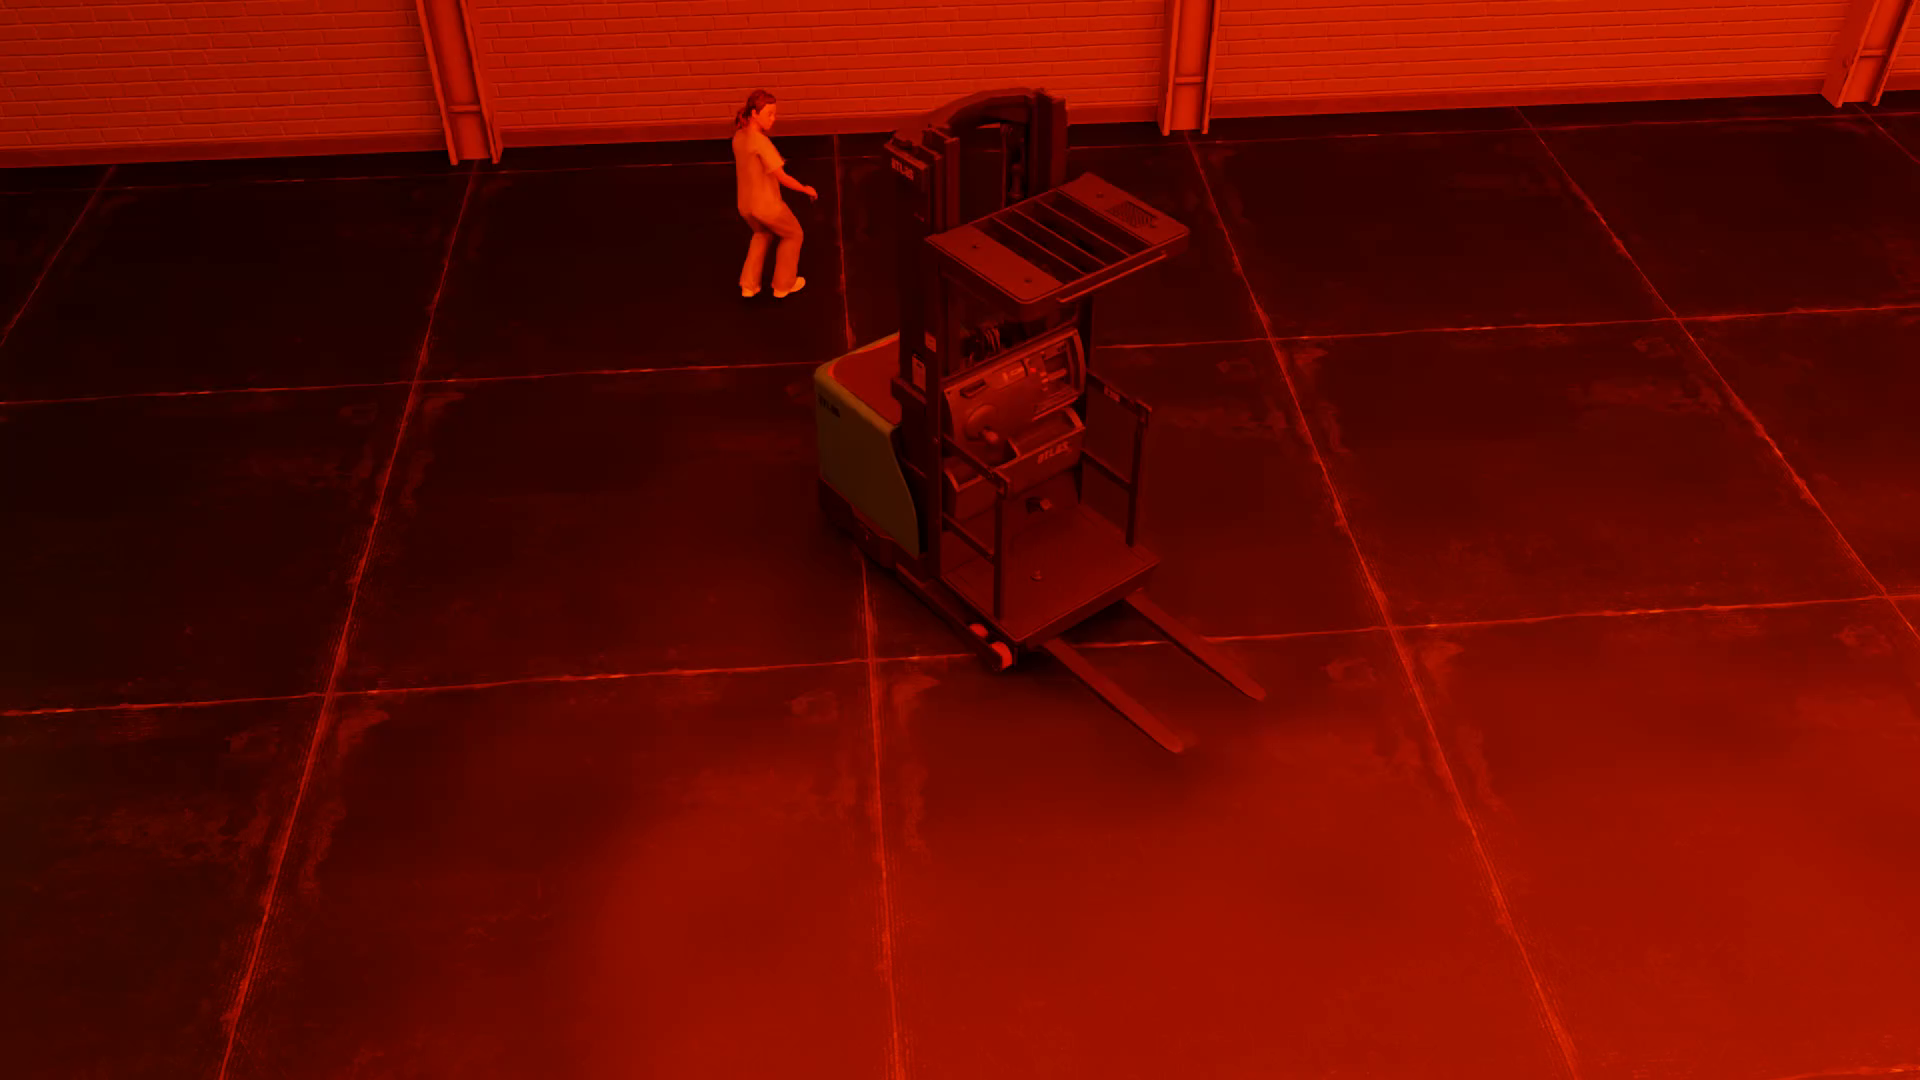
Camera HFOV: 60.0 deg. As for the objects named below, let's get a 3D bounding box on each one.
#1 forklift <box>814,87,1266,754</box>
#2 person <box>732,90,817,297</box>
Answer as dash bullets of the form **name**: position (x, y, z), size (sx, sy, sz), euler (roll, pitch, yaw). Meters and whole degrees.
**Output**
- **forklift**: position (0.435, -0.749, 8.814), size (1.130, 2.935, 3.031), euler (-27, 48, -28)
- **person**: position (-1.321, -2.450, 11.850), size (0.682, 1.600, 0.622), euler (28, 48, 29)
